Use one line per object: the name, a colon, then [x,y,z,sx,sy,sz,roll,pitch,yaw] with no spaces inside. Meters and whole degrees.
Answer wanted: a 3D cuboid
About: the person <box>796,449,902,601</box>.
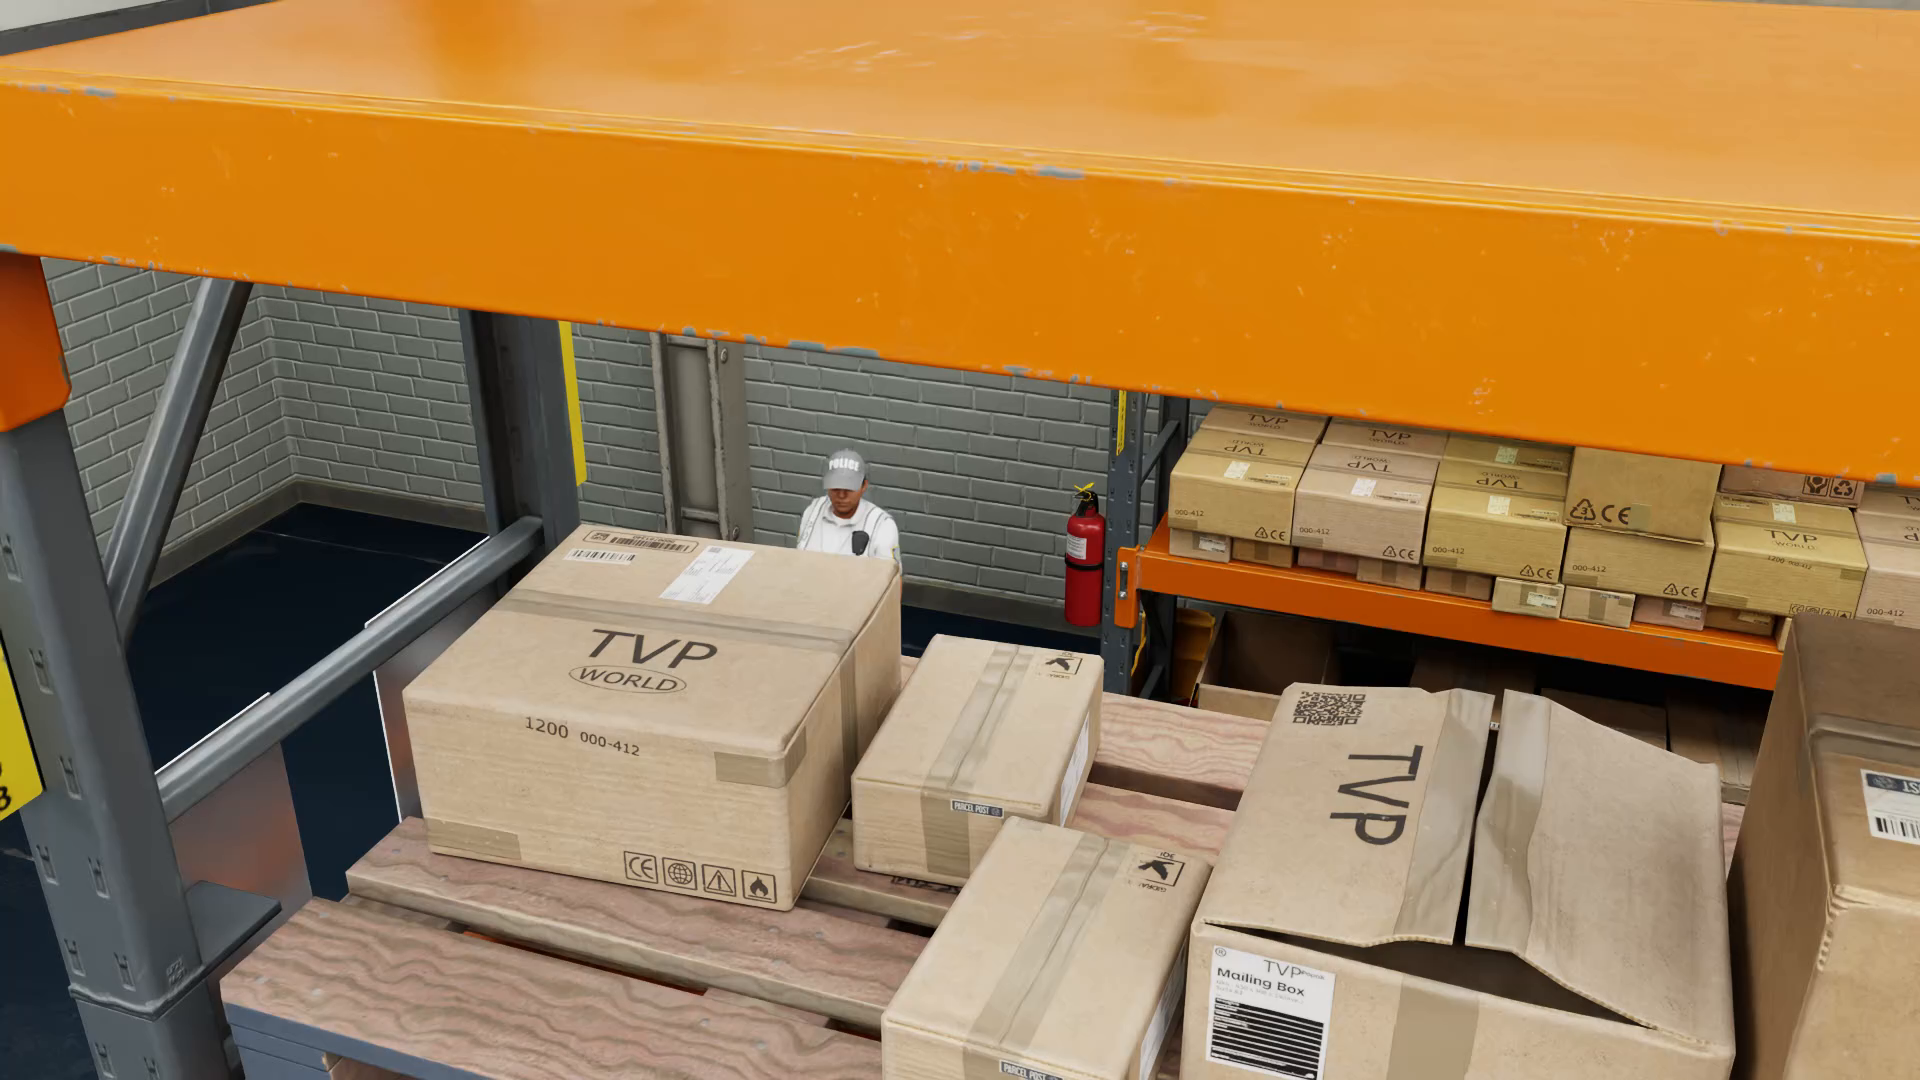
person: [-0.511,0.435,7.228,0.515,1.728,0.462,9,27,18]
